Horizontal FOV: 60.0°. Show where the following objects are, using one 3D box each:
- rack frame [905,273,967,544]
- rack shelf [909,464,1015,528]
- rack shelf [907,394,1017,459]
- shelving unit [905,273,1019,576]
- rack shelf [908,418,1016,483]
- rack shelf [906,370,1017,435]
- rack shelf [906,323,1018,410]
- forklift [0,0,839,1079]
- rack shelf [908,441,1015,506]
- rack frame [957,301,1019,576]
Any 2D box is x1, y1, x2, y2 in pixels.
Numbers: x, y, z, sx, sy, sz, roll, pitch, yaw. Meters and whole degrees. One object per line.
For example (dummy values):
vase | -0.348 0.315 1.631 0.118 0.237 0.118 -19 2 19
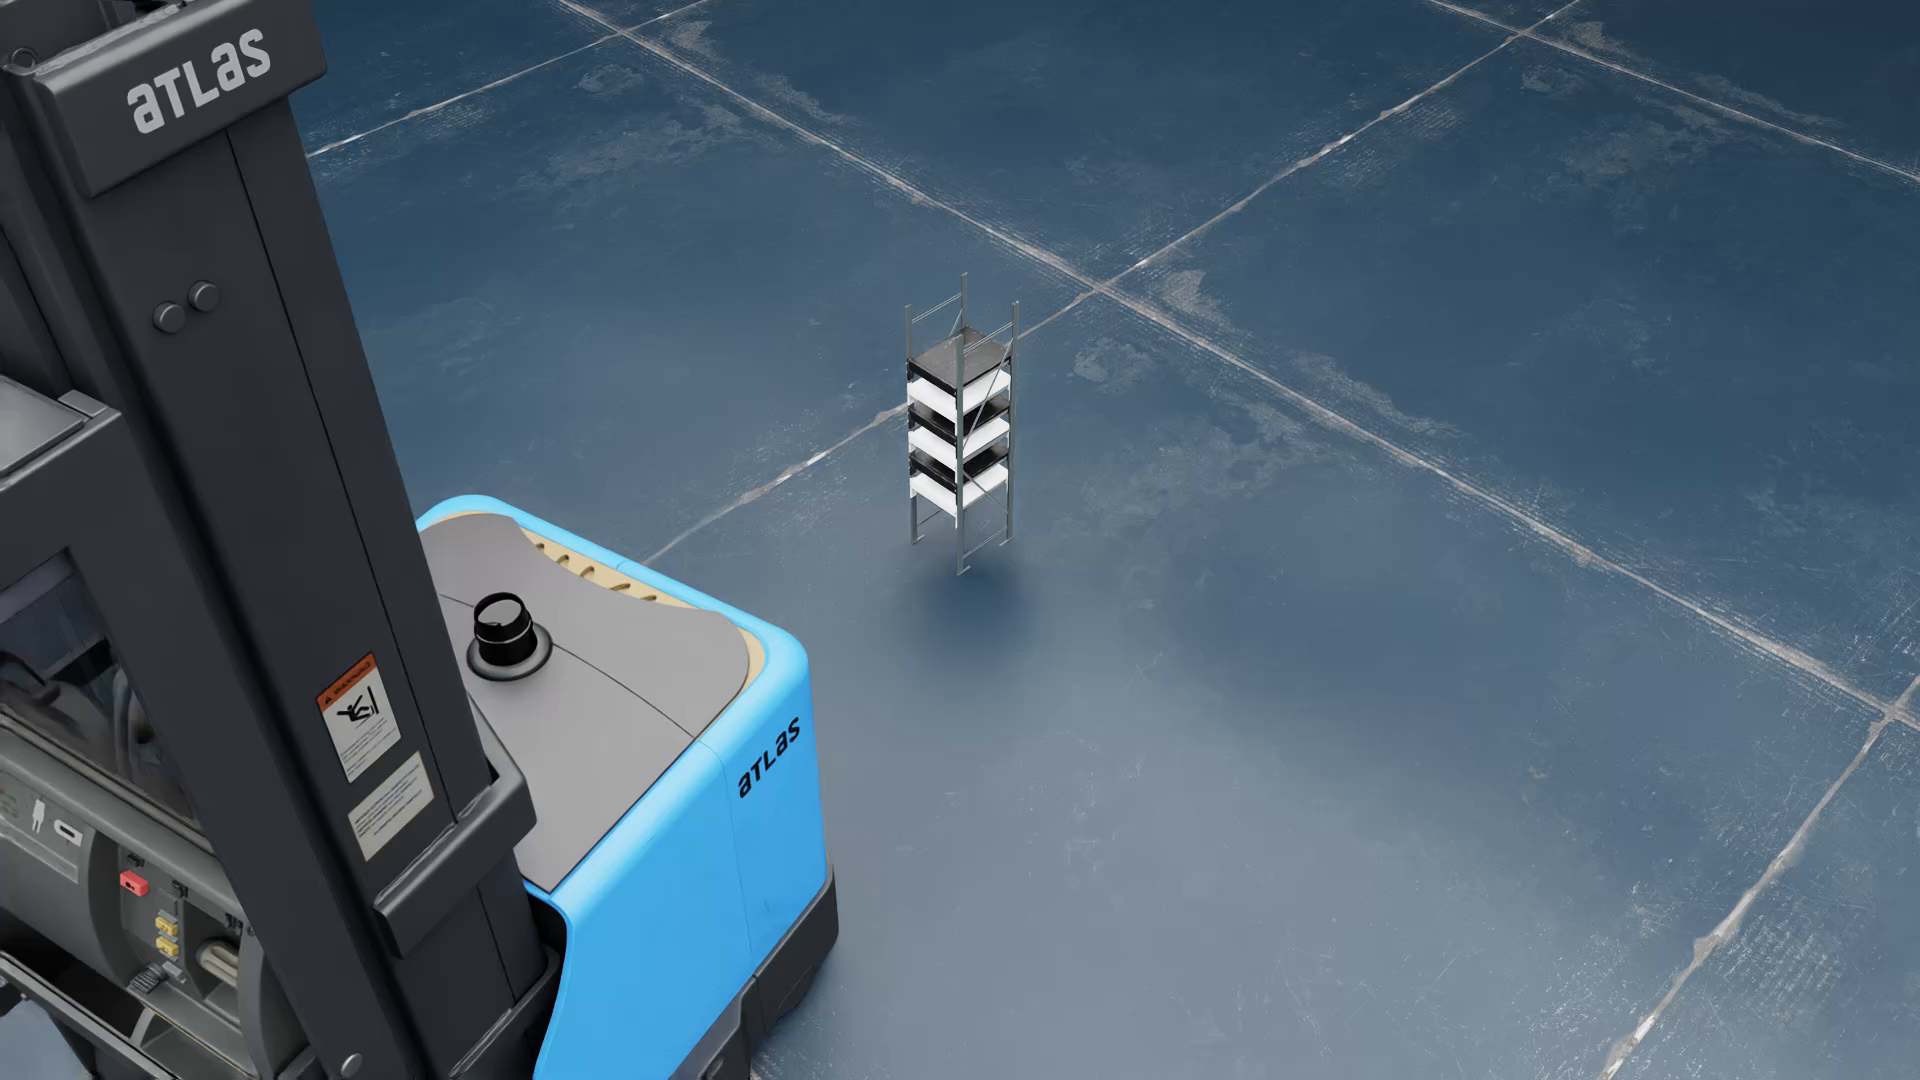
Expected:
rack frame | -0.066 -0.375 4.993 0.240 0.900 0.006 -34 53 -31
rack shelf | 0.006 -0.170 5.085 0.258 0.077 0.200 -34 53 -31
rack shelf | 0.006 -0.368 4.902 0.258 0.077 0.200 -34 53 -31
shelving unit | 0.006 -0.327 4.940 0.258 0.900 0.210 -34 53 -31
rack shelf | 0.006 -0.302 4.963 0.258 0.077 0.200 -34 53 -31
rack shelf | 0.006 -0.434 4.841 0.258 0.077 0.200 -34 53 -31
rack shelf | 0.006 -0.500 4.780 0.258 0.077 0.200 -34 53 -31
forklift | -1.492 0.609 2.431 1.130 2.935 3.031 22 47 22
rack shelf | 0.006 -0.236 5.024 0.258 0.077 0.200 -34 53 -31
rack frame | 0.078 -0.278 4.888 0.240 0.900 0.006 -34 53 -31
